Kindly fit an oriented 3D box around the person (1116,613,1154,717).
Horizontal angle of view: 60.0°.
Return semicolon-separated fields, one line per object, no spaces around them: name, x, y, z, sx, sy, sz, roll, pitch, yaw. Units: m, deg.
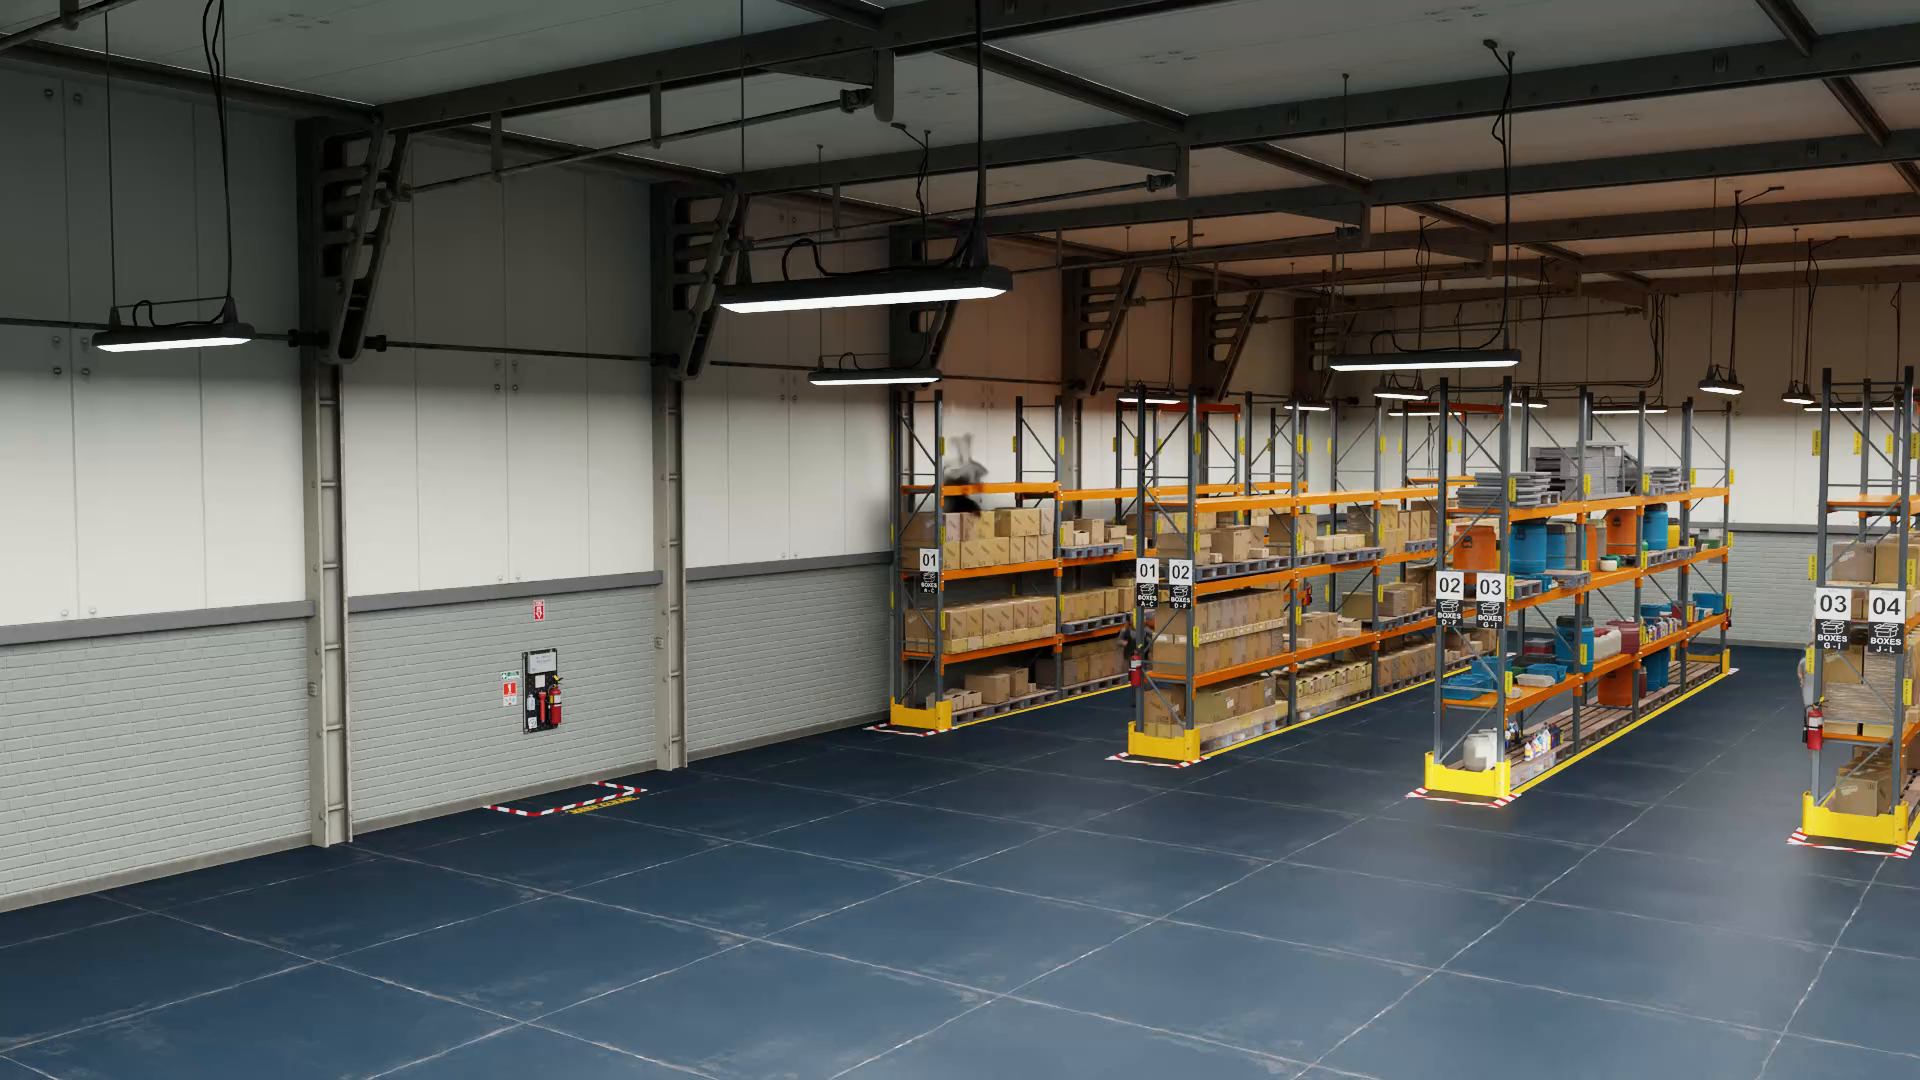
person;3.113;2.192;29.623;0.645;1.823;0.770;2;4;26

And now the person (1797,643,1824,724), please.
person;14.637;2.574;28.525;0.539;1.626;0.541;2;4;36
